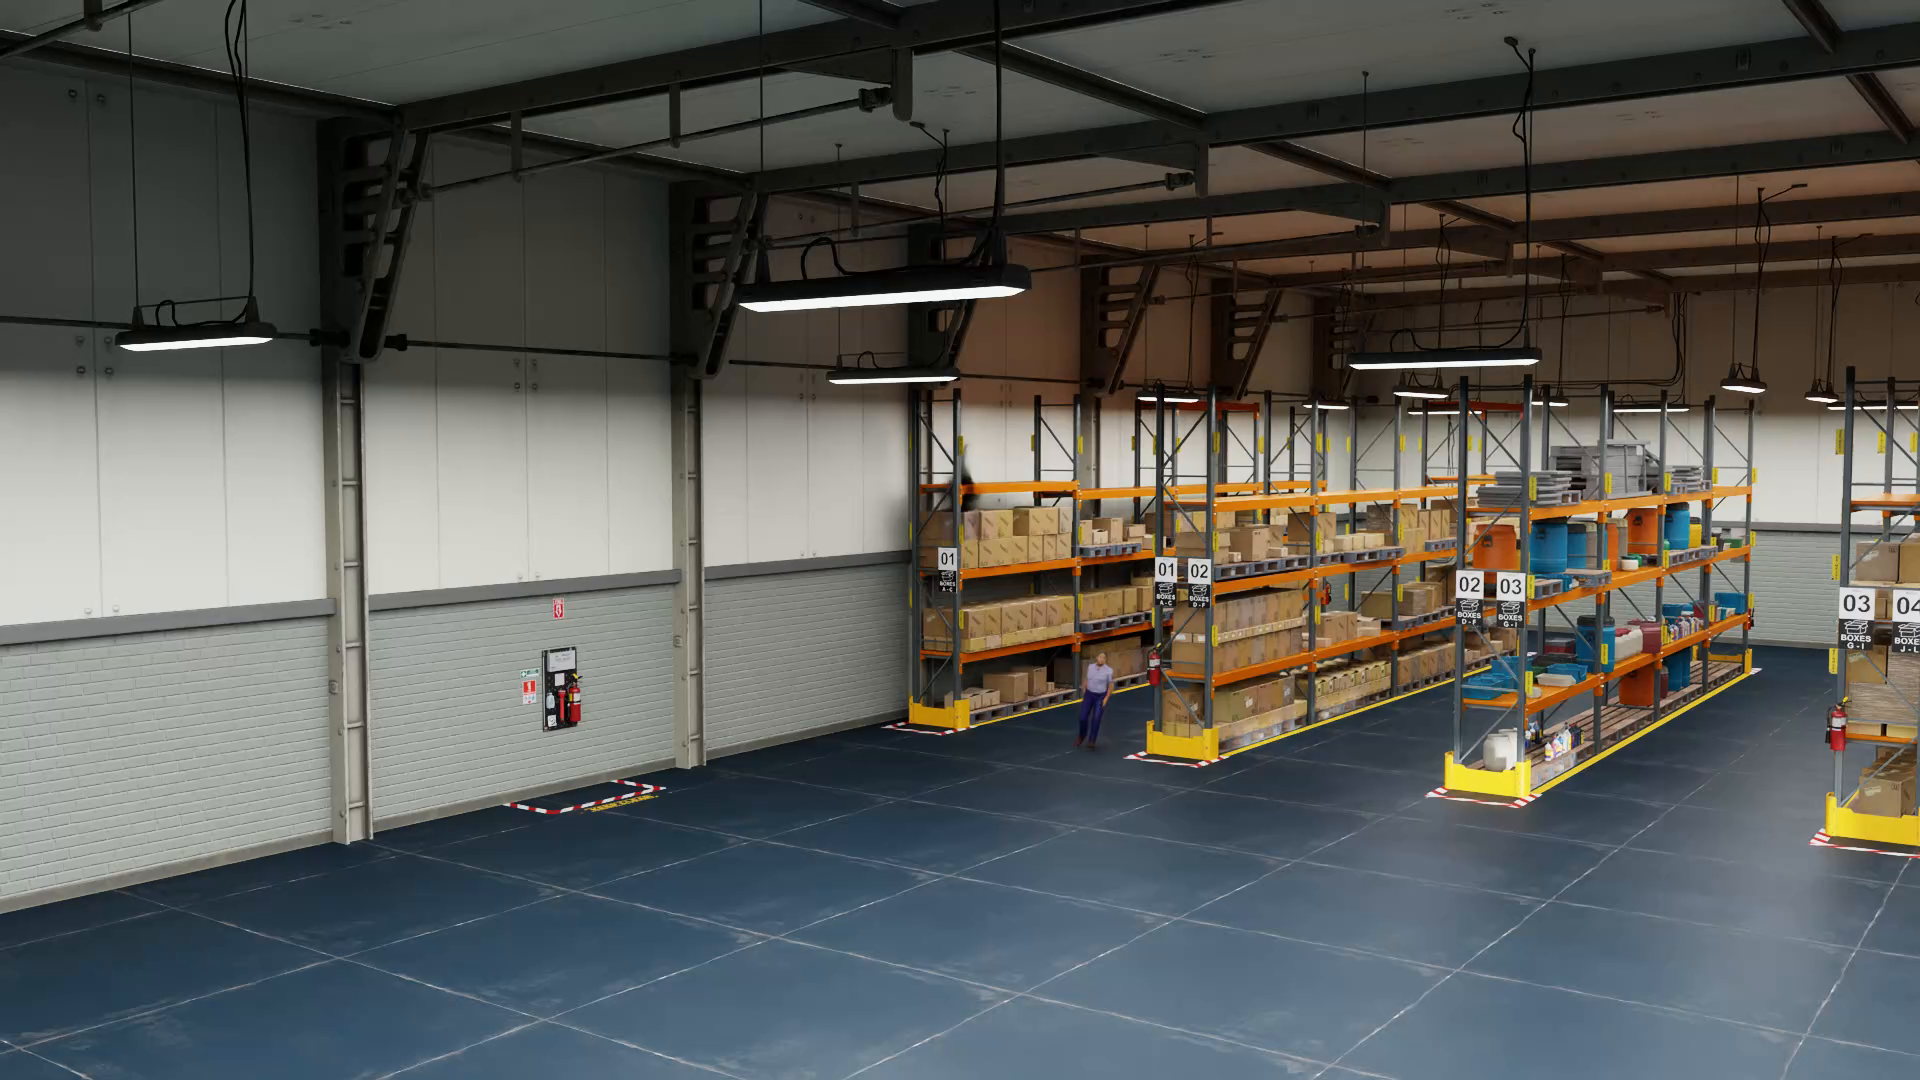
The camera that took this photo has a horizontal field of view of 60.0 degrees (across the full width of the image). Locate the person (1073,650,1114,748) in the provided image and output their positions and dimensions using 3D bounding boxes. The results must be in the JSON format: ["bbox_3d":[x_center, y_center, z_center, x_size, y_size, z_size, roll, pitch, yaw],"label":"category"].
[{"bbox_3d":[2.194,2.627,27.344,0.692,1.646,0.462,1,3,12],"label":"person"}]

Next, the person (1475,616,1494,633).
[{"bbox_3d":[13.120,1.809,41.328,0.582,1.653,0.959,-2,4,-35],"label":"person"}]

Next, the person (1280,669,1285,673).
[{"bbox_3d":[6.515,2.170,34.585,0.653,1.728,0.633,2,4,36],"label":"person"}]
